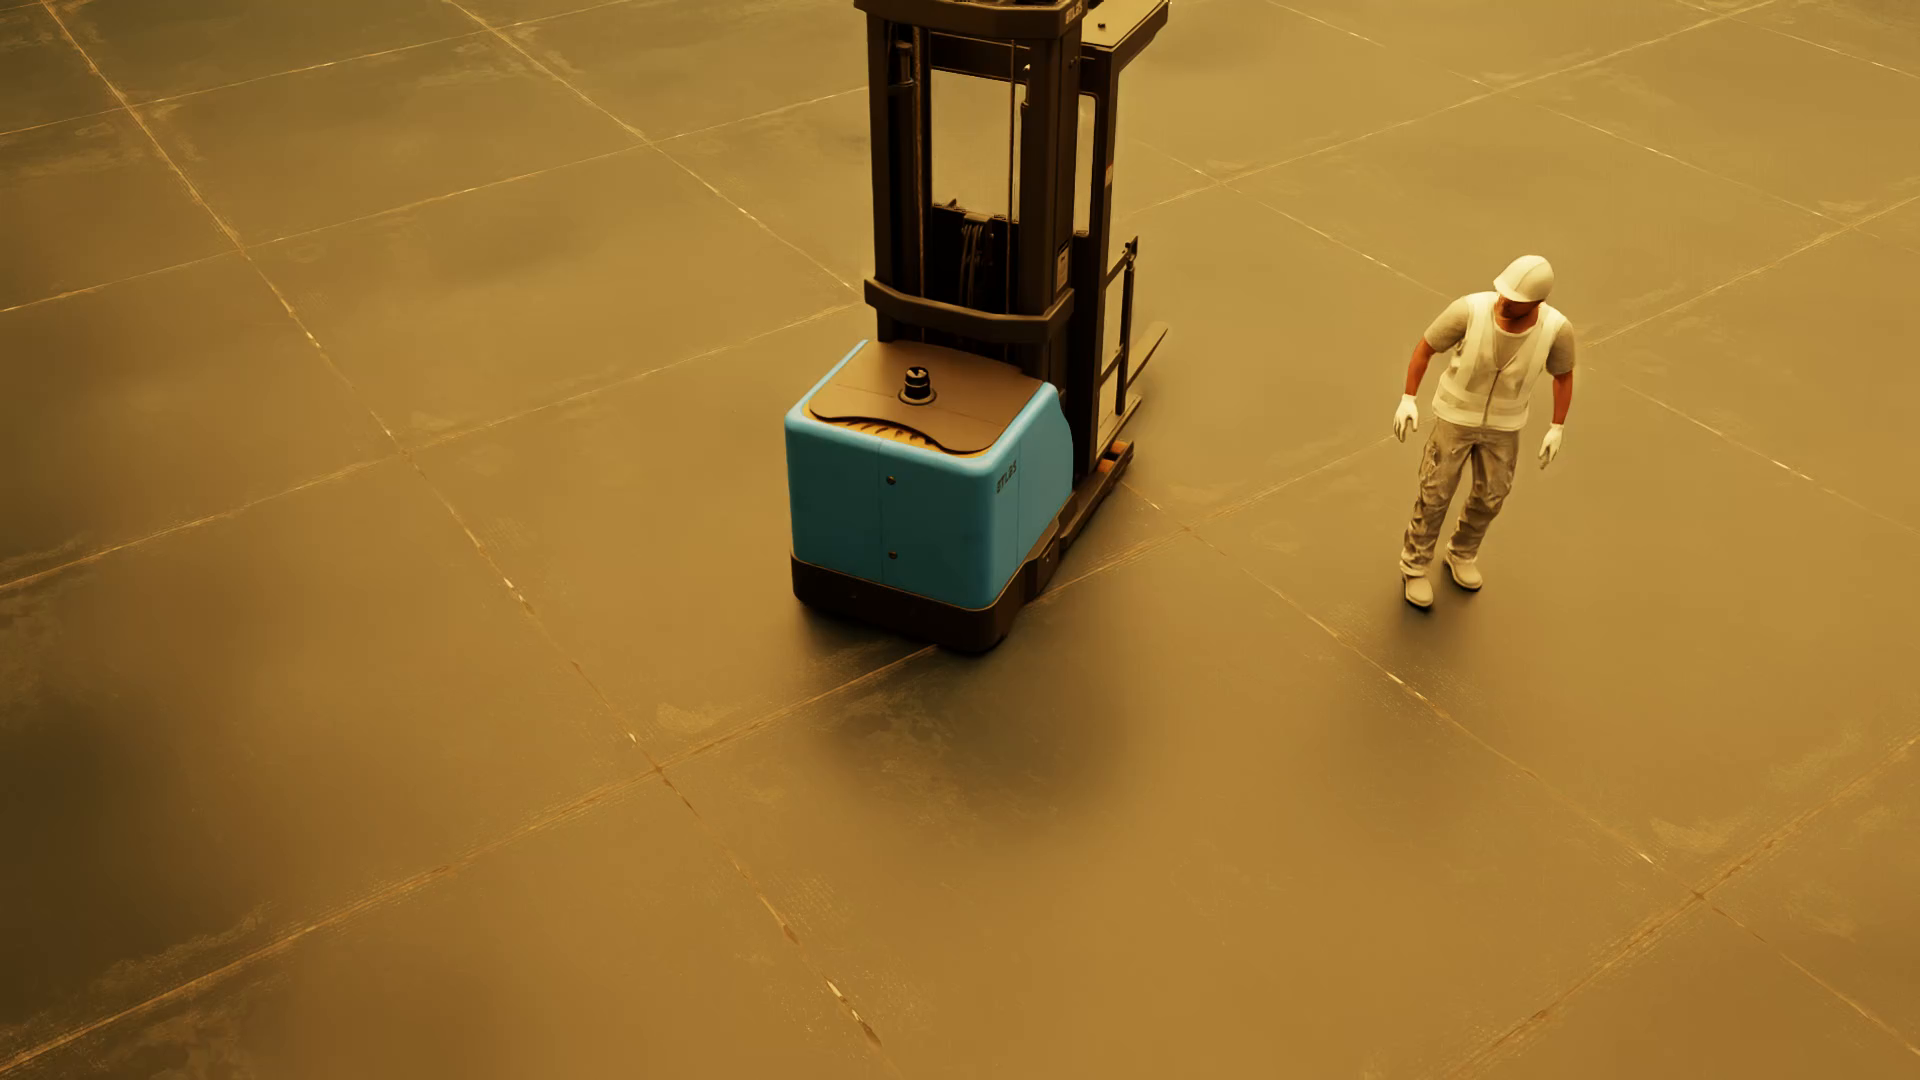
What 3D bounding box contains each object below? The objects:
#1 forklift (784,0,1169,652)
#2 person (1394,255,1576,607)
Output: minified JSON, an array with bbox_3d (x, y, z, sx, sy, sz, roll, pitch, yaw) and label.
[{"bbox_3d":[0.279,-1.537,8.023,1.130,2.935,3.031,15,39,20],"label":"forklift"},{"bbox_3d":[2.379,-0.504,7.608,0.764,1.767,0.499,4,37,5],"label":"person"}]
